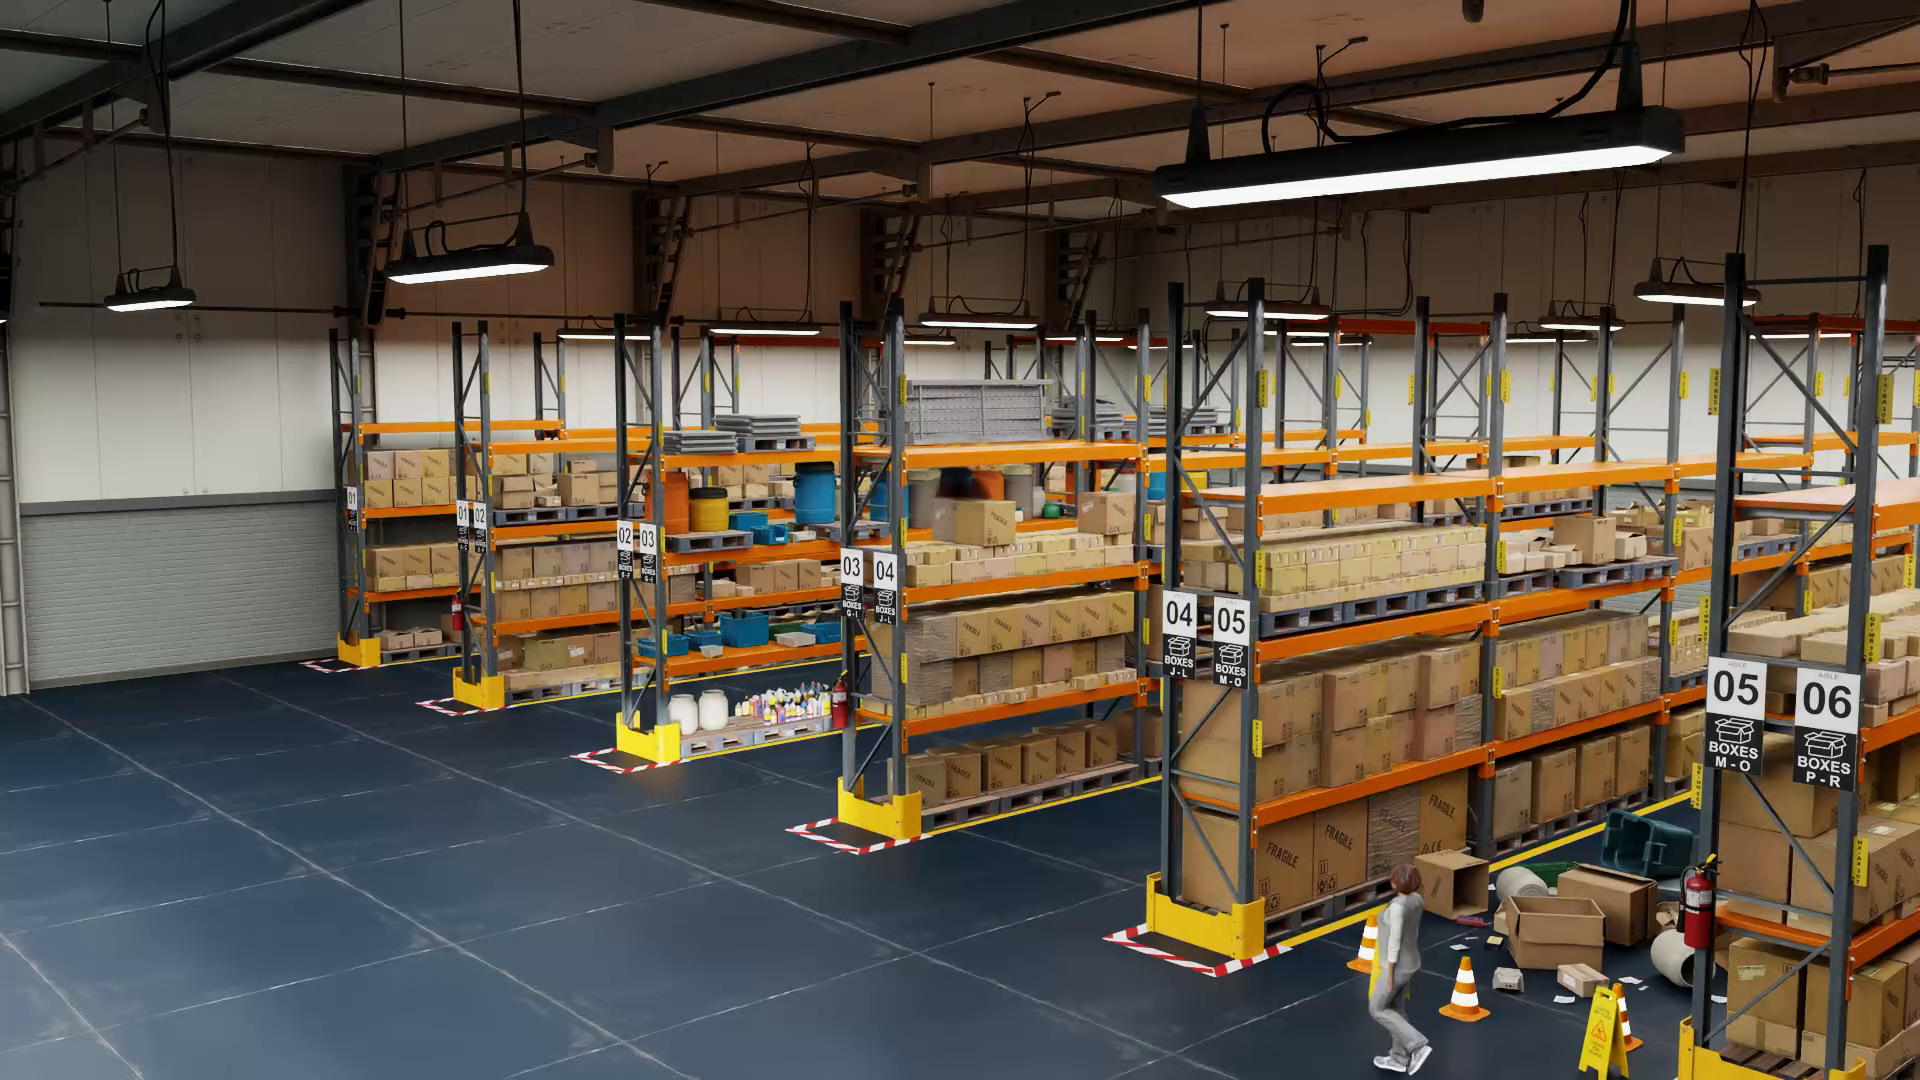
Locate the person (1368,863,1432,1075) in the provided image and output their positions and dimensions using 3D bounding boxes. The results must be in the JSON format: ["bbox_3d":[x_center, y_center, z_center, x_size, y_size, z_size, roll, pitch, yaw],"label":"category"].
[{"bbox_3d":[3.261,3.156,12.207,0.460,1.596,0.432,3,6,27],"label":"person"}]
